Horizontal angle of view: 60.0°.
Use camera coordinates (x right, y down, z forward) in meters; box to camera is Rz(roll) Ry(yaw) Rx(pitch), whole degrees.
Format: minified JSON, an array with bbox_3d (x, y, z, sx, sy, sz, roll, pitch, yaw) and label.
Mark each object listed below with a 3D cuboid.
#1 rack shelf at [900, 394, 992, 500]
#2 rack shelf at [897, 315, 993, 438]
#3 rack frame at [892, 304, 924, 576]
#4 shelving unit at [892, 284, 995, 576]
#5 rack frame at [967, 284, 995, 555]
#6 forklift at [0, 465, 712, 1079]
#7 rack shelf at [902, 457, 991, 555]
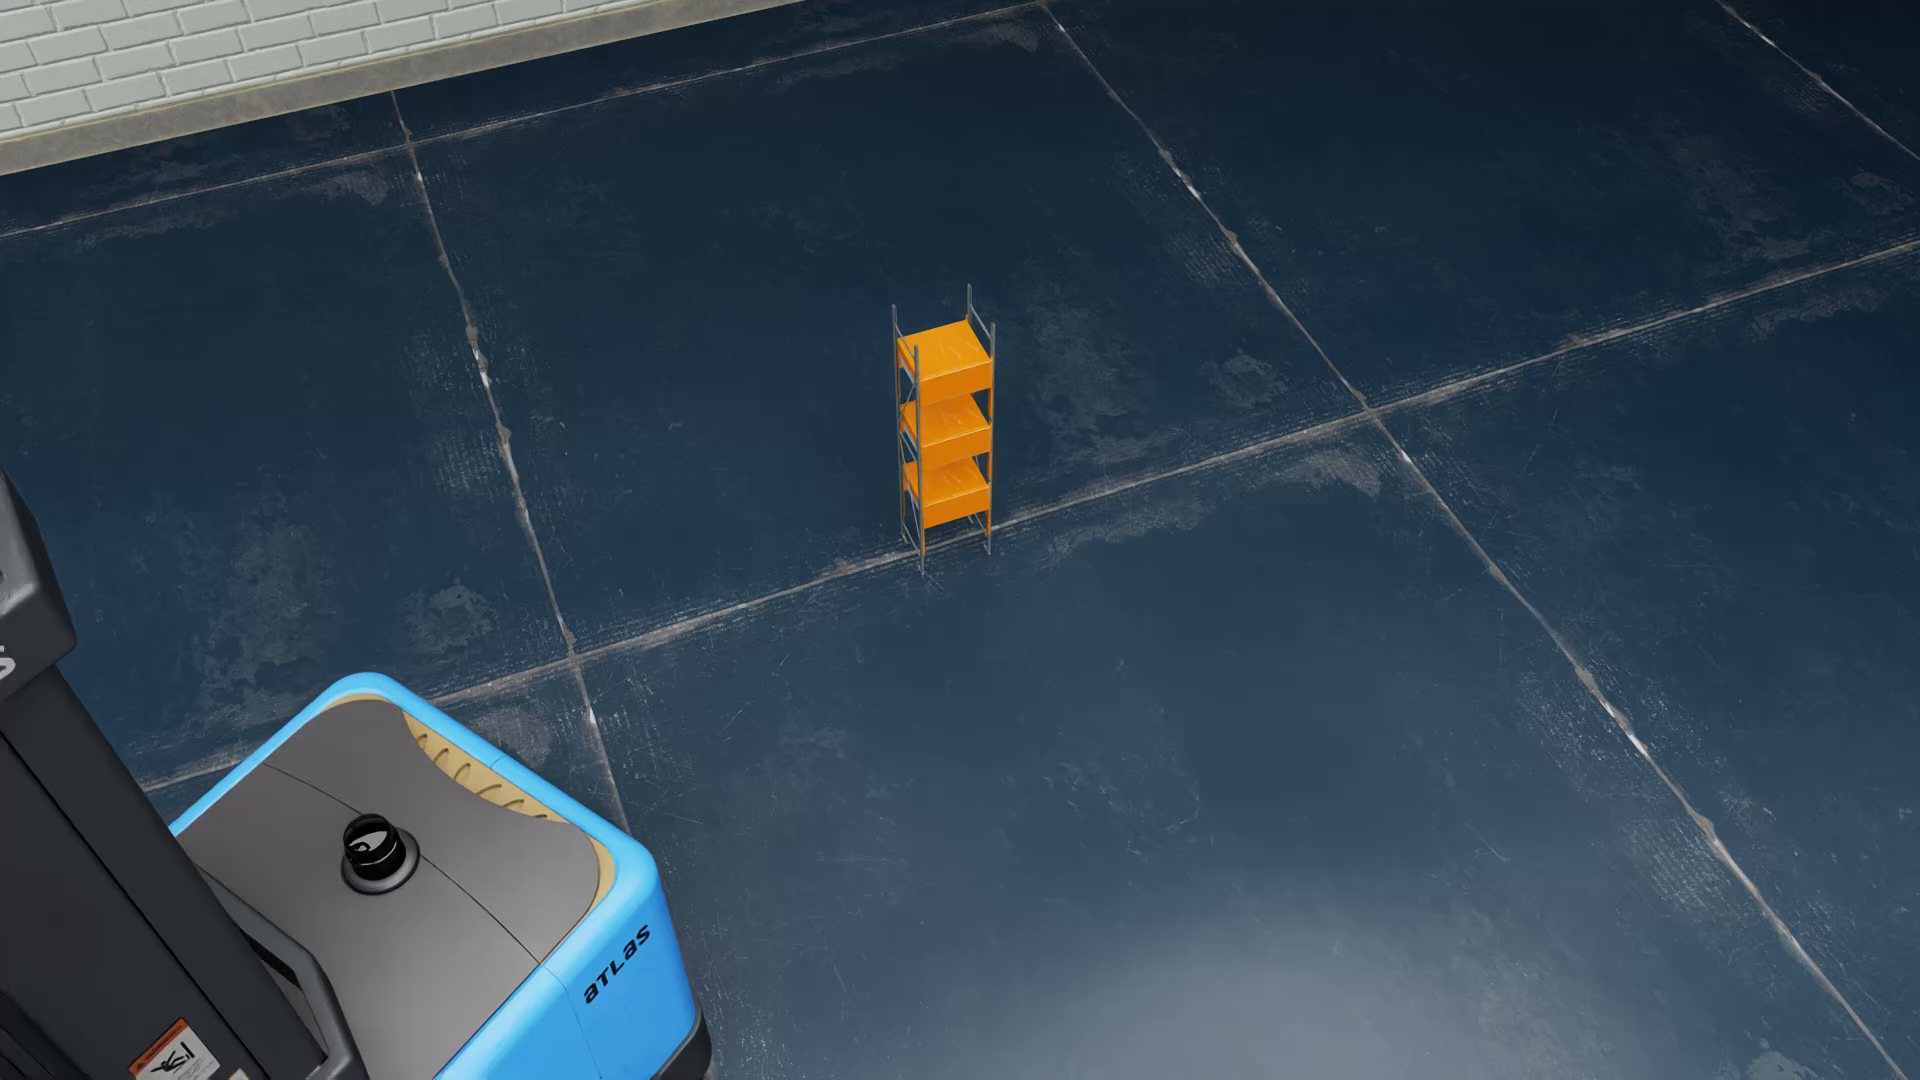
[{"bbox_3d":[-0.050,-0.320,5.347,0.240,0.259,0.215,-17,52,-14],"label":"rack shelf"},{"bbox_3d":[-0.050,-0.505,5.131,0.240,0.259,0.215,-17,52,-14],"label":"rack shelf"},{"bbox_3d":[-0.162,-0.292,5.308,0.008,1.050,0.200,-17,52,-14],"label":"rack frame"},{"bbox_3d":[-0.050,-0.327,5.339,0.252,1.050,0.215,-17,52,-14],"label":"shelving unit"},{"bbox_3d":[0.063,-0.362,5.369,0.008,1.050,0.200,-17,52,-14],"label":"rack frame"},{"bbox_3d":[-1.918,1.173,2.811,1.130,2.935,3.031,28,55,22],"label":"forklift"},{"bbox_3d":[-0.050,-0.139,5.557,0.240,0.259,0.215,-17,52,-14],"label":"rack shelf"}]
